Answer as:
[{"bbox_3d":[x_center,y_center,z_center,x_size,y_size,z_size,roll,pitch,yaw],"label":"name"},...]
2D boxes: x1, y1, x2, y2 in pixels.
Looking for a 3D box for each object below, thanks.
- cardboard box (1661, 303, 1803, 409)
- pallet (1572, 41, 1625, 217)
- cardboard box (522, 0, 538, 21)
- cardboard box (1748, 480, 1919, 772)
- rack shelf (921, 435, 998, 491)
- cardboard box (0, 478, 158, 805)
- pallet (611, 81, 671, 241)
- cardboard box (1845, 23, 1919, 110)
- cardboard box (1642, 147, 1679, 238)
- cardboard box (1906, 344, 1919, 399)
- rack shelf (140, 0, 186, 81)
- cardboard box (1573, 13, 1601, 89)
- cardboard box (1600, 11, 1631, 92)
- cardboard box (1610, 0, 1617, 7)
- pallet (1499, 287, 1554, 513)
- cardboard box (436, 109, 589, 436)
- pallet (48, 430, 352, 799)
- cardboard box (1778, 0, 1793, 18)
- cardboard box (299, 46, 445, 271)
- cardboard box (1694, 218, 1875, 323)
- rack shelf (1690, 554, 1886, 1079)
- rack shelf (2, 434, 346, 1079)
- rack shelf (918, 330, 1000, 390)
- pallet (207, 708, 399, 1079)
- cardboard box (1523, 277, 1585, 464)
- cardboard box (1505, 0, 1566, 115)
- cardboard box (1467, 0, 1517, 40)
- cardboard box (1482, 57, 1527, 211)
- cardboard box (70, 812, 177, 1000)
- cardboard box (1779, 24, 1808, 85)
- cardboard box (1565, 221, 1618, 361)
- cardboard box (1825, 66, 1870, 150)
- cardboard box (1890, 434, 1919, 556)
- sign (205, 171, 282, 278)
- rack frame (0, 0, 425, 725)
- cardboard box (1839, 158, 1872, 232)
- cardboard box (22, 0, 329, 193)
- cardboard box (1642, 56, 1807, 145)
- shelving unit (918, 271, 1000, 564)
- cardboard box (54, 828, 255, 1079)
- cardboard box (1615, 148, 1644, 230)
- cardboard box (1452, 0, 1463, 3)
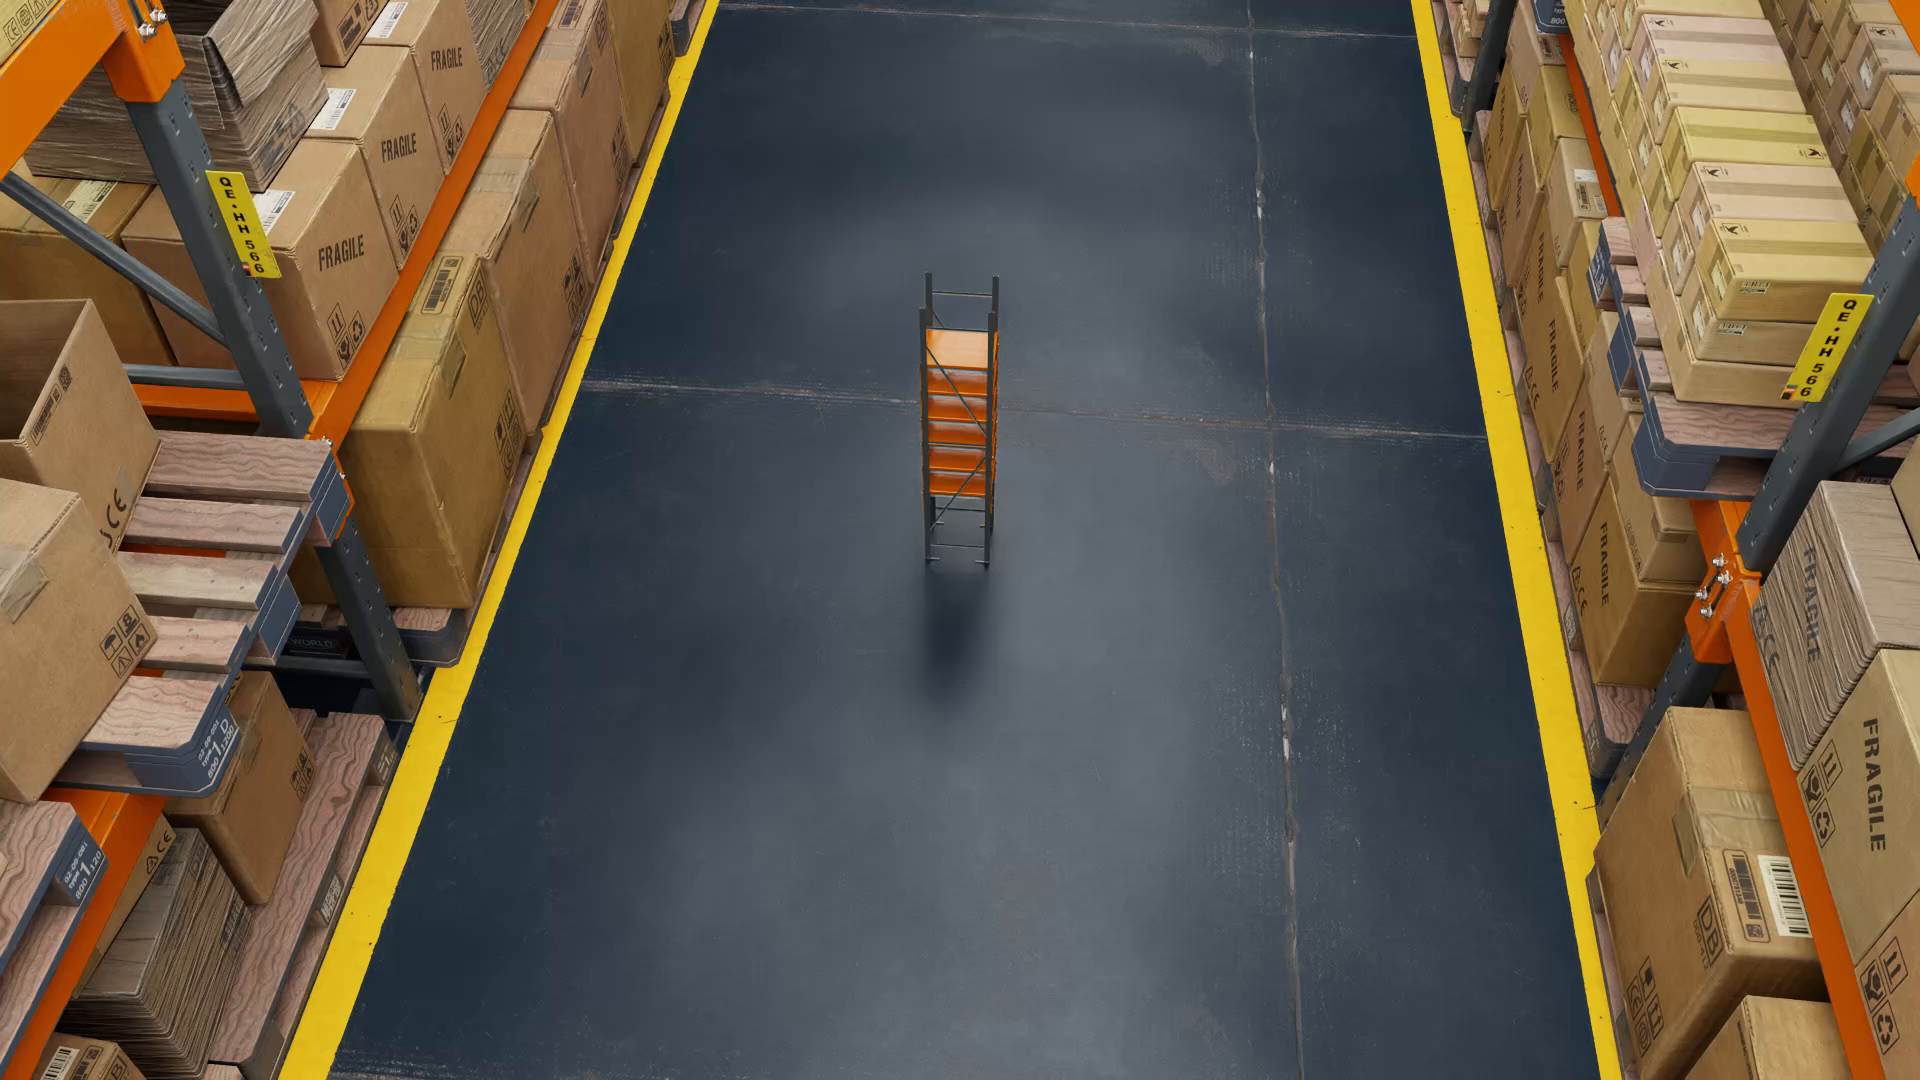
[{"bbox_3d":[2.160,-0.504,4.564,0.380,0.149,0.250,5,48,4],"label":"cardboard box"},{"bbox_3d":[2.712,-1.446,5.670,1.003,0.211,1.213,4,48,4],"label":"pallet"},{"bbox_3d":[-1.856,-2.325,6.276,0.500,0.500,0.500,3,48,3],"label":"cardboard box"},{"bbox_3d":[2.263,0.224,3.944,0.500,0.500,0.500,4,48,4],"label":"cardboard box"},{"bbox_3d":[-0.001,-0.283,5.919,0.258,0.103,0.180,4,48,4],"label":"rack shelf"},{"bbox_3d":[-2.318,0.180,3.701,0.700,0.500,0.500,10,48,9],"label":"cardboard box"},{"bbox_3d":[-1.988,-1.887,7.833,1.003,0.211,1.213,4,48,4],"label":"pallet"},{"bbox_3d":[2.904,-1.409,4.988,0.380,0.149,0.250,6,48,5],"label":"cardboard box"},{"bbox_3d":[2.208,-0.994,4.811,0.380,0.149,0.250,5,48,4],"label":"cardboard box"},{"bbox_3d":[2.814,-0.426,4.492,0.380,0.149,0.250,3,48,3],"label":"cardboard box"},{"bbox_3d":[-2.175,-2.701,5.142,1.077,0.370,4.000,4,48,4],"label":"rack shelf"},{"bbox_3d":[2.303,-1.646,5.609,0.380,0.149,0.250,2,48,2],"label":"cardboard box"},{"bbox_3d":[2.280,-1.553,5.321,0.380,0.149,0.250,5,48,5],"label":"cardboard box"},{"bbox_3d":[2.305,-1.843,5.386,0.380,0.149,0.250,5,48,5],"label":"cardboard box"},{"bbox_3d":[2.759,-0.581,6.638,1.003,0.211,1.213,4,48,4],"label":"pallet"},{"bbox_3d":[-2.185,-1.046,6.329,1.225,0.875,0.875,4,48,4],"label":"cardboard box"},{"bbox_3d":[-2.316,0.134,4.224,1.213,0.211,1.003,4,48,4],"label":"pallet"},{"bbox_3d":[2.981,-1.876,5.617,0.380,0.149,0.250,4,48,4],"label":"cardboard box"},{"bbox_3d":[-1.998,-1.213,5.259,0.500,0.500,0.500,3,48,2],"label":"cardboard box"},{"bbox_3d":[2.161,-0.702,4.342,0.380,0.149,0.250,2,48,2],"label":"cardboard box"},{"bbox_3d":[2.390,1.659,3.187,1.077,0.370,4.000,4,48,4],"label":"rack shelf"},{"bbox_3d":[-2.540,1.251,3.560,1.077,0.370,4.000,4,48,4],"label":"rack shelf"},{"bbox_3d":[-0.001,-0.607,5.565,0.258,0.103,0.180,4,48,4],"label":"rack shelf"},{"bbox_3d":[-2.430,1.054,5.143,1.003,0.211,1.213,4,48,4],"label":"pallet"},{"bbox_3d":[2.455,-0.624,6.197,0.500,0.500,0.500,2,48,2],"label":"cardboard box"},{"bbox_3d":[2.607,-2.019,6.965,0.500,0.250,0.500,2,48,2],"label":"cardboard box"},{"bbox_3d":[2.649,-2.526,7.973,0.380,0.149,0.250,5,48,4],"label":"cardboard box"},{"bbox_3d":[2.606,-1.766,7.242,0.500,0.500,0.500,6,48,5],"label":"cardboard box"},{"bbox_3d":[-2.427,0.866,4.313,0.500,0.250,0.500,9,48,8],"label":"cardboard box"},{"bbox_3d":[2.958,-1.591,5.558,0.380,0.149,0.250,2,48,2],"label":"cardboard box"},{"bbox_3d":[2.471,-0.869,5.913,0.500,0.250,0.500,5,48,4],"label":"cardboard box"},{"bbox_3d":[2.907,-1.317,5.106,0.380,0.149,0.250,4,48,4],"label":"cardboard box"},{"bbox_3d":[2.522,-0.095,3.559,0.700,0.500,0.500,4,48,3],"label":"cardboard box"},{"bbox_3d":[-1.816,-0.796,4.214,0.100,0.325,0.005,4,48,4],"label":"sign"},{"bbox_3d":[-2.358,-0.461,4.639,1.000,3.000,0.127,4,48,4],"label":"rack frame"},{"bbox_3d":[2.886,-1.020,5.035,0.380,0.149,0.250,6,48,5],"label":"cardboard box"},{"bbox_3d":[-2.275,-1.370,4.723,0.797,0.503,0.637,5,48,5],"label":"cardboard box"},{"bbox_3d":[2.230,-1.276,4.866,0.380,0.149,0.250,5,48,5],"label":"cardboard box"},{"bbox_3d":[-0.001,-0.394,5.798,0.258,1.200,0.189,4,48,4],"label":"shelving unit"},{"bbox_3d":[-2.437,1.136,4.574,0.700,0.500,0.500,0,48,0],"label":"cardboard box"},{"bbox_3d":[2.234,-1.058,5.071,0.380,0.149,0.250,3,48,3],"label":"cardboard box"},{"bbox_3d":[2.700,-2.867,8.487,0.380,0.149,0.250,2,48,2],"label":"cardboard box"}]
